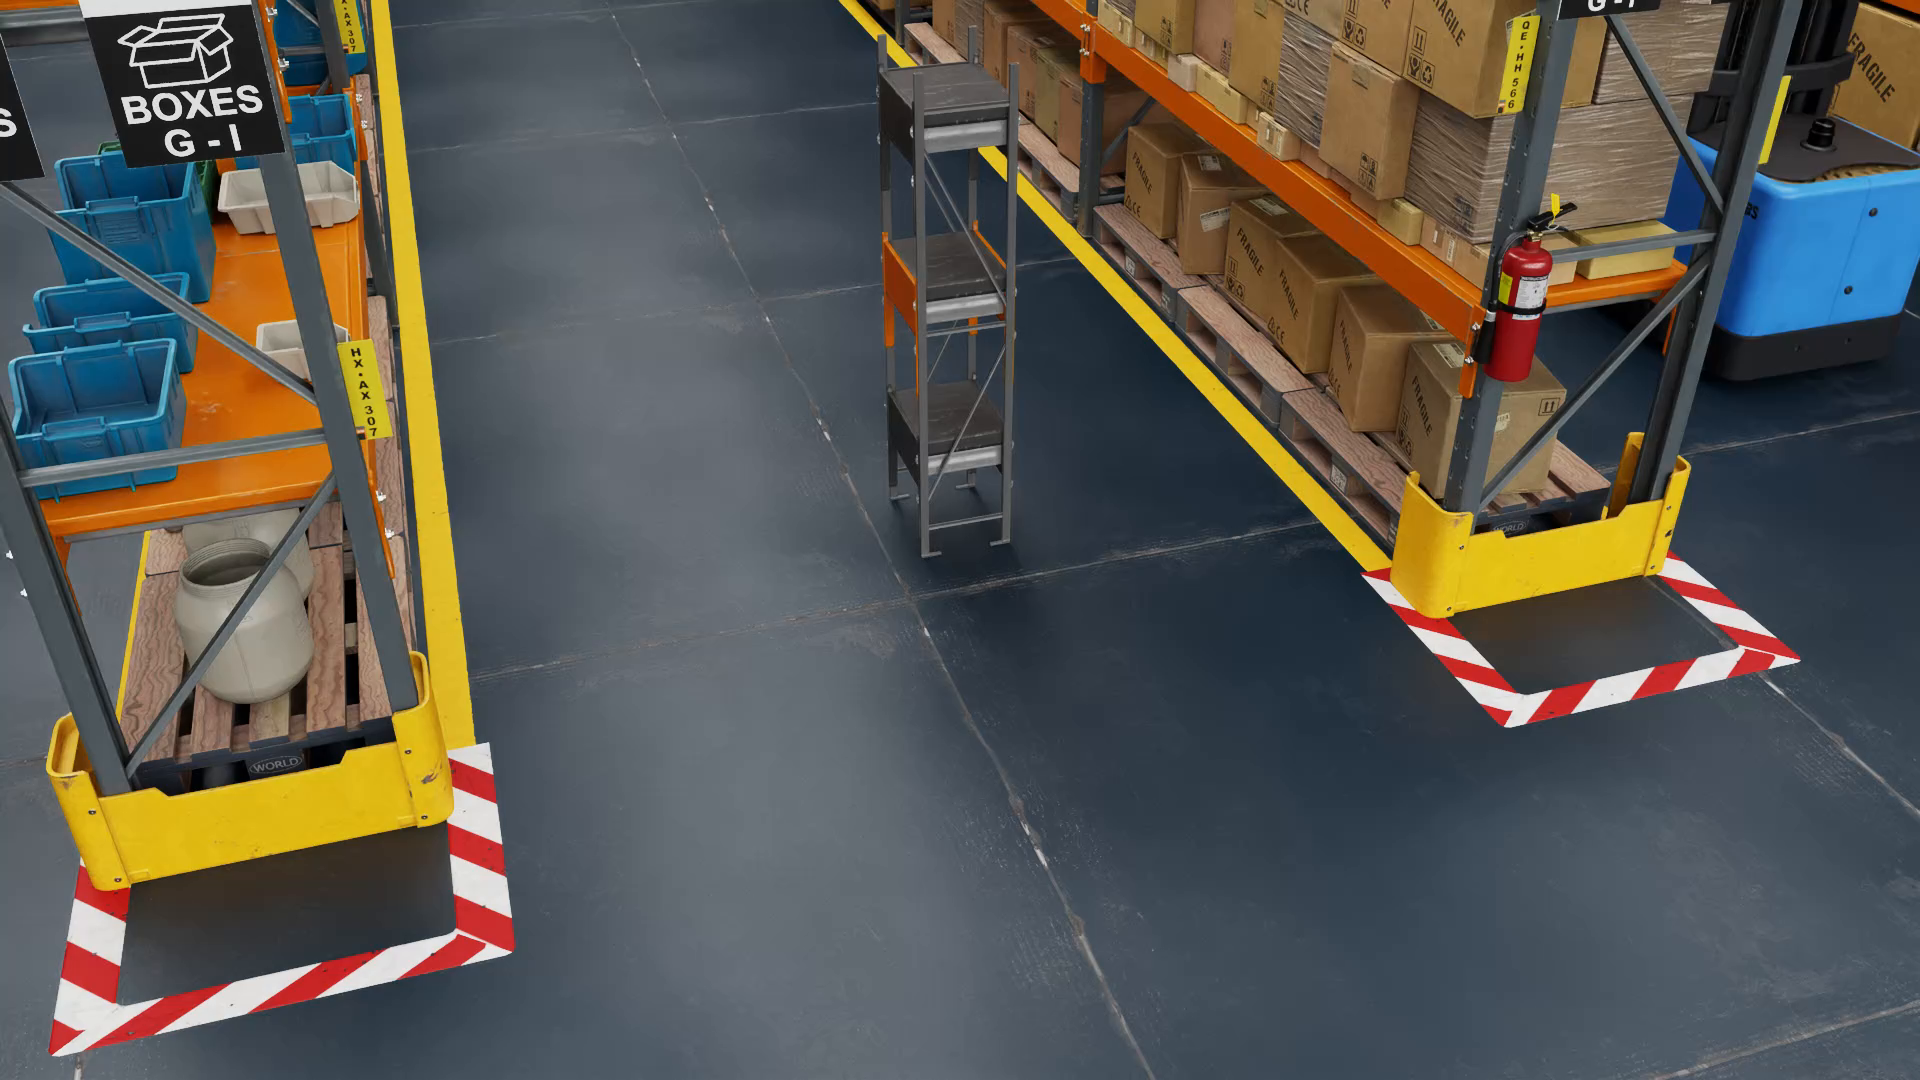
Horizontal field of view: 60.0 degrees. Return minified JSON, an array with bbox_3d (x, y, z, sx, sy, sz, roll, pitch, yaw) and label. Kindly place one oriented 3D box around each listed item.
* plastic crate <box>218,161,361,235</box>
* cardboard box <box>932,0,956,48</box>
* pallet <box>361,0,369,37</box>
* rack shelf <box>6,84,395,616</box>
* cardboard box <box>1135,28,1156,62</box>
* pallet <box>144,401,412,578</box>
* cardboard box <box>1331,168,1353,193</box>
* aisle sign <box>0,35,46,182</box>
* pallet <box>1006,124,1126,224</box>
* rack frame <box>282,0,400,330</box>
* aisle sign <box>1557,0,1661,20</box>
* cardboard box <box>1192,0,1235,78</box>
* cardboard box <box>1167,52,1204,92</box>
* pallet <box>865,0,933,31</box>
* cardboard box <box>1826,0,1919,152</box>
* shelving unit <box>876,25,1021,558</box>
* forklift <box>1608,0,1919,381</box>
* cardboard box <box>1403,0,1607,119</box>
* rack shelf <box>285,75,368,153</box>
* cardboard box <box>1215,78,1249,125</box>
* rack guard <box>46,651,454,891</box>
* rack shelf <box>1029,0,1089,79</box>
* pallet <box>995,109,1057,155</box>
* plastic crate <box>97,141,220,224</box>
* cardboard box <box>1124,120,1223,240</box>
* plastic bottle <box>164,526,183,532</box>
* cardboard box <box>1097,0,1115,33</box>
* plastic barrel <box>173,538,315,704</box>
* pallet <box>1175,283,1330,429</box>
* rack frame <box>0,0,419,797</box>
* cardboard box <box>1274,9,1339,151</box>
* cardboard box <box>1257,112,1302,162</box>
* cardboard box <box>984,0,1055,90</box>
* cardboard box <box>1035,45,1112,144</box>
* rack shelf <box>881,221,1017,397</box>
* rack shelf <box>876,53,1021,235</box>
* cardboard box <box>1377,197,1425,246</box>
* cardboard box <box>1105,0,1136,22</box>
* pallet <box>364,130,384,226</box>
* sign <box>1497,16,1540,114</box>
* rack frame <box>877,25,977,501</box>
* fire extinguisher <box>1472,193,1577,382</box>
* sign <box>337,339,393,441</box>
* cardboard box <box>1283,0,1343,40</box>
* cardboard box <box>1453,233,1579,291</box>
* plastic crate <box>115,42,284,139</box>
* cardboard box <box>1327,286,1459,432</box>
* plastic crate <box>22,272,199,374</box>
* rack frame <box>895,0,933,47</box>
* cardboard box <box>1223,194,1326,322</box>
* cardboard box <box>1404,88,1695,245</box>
[{"bbox_3d":[-2.779,-1.419,6.916,0.530,0.136,0.437,-10,35,-15],"label":"plastic crate"},{"bbox_3d":[0.204,-4.064,12.548,0.700,0.500,0.500,-12,35,-17],"label":"cardboard box"},{"bbox_3d":[-5.385,-4.322,13.599,1.003,0.211,1.213,-10,35,-15],"label":"pallet"},{"bbox_3d":[-2.906,-0.989,6.678,1.077,0.370,4.000,-10,35,-15],"label":"rack shelf"},{"bbox_3d":[1.147,-2.643,8.757,0.380,0.149,0.250,-10,35,-15],"label":"cardboard box"},{"bbox_3d":[-2.975,-0.174,7.322,1.003,0.211,1.213,-10,35,-15],"label":"pallet"},{"bbox_3d":[1.838,-1.608,7.190,0.380,0.149,0.250,-10,35,-15],"label":"cardboard box"},{"bbox_3d":[-2.557,-1.236,4.041,0.394,0.787,0.004,-10,35,-15],"label":"aisle sign"},{"bbox_3d":[0.962,-2.417,10.716,1.003,0.211,1.213,-10,35,-15],"label":"pallet"},{"bbox_3d":[-3.516,-2.339,8.069,1.000,3.000,0.127,-10,35,-15],"label":"rack frame"},{"bbox_3d":[2.154,-2.073,5.309,0.394,0.787,0.004,-10,35,-15],"label":"aisle sign"},{"bbox_3d":[1.647,-2.577,8.068,0.875,0.500,0.500,-10,35,-15],"label":"cardboard box"},{"bbox_3d":[1.269,-2.376,8.352,0.380,0.149,0.250,-10,35,-15],"label":"cardboard box"},{"bbox_3d":[-0.188,-4.535,13.922,1.003,0.211,1.213,-10,35,-15],"label":"pallet"},{"bbox_3d":[6.081,-2.900,10.464,0.875,0.875,0.875,-9,35,-14],"label":"cardboard box"},{"bbox_3d":[-0.050,-0.963,6.803,0.431,2.100,0.503,-10,35,-15],"label":"shelving unit"},{"bbox_3d":[3.895,-2.826,8.868,1.130,2.935,3.031,-10,35,-14],"label":"forklift"},{"bbox_3d":[2.018,-1.902,6.140,0.500,0.500,0.500,-10,35,-15],"label":"cardboard box"},{"bbox_3d":[-4.126,-3.089,9.856,1.077,0.370,4.000,-10,35,-15],"label":"rack shelf"},{"bbox_3d":[1.450,-2.118,7.963,0.380,0.149,0.250,-10,35,-15],"label":"cardboard box"},{"bbox_3d":[-2.364,0.772,5.628,1.175,0.500,0.348,-10,35,-15],"label":"rack guard"},{"bbox_3d":[0.591,-3.922,11.117,1.077,0.370,4.000,-10,35,-15],"label":"rack shelf"},{"bbox_3d":[0.586,-3.059,11.687,1.003,0.211,1.213,-10,35,-15],"label":"pallet"},{"bbox_3d":[-3.371,-1.490,6.977,0.450,0.188,0.662,-10,35,-15],"label":"plastic crate"},{"bbox_3d":[1.285,-2.087,9.574,0.500,0.500,0.500,-11,35,-16],"label":"cardboard box"},{"bbox_3d":[-3.274,-0.145,6.888,0.097,0.201,0.097,0,33,0],"label":"plastic bottle"},{"bbox_3d":[0.980,-2.904,9.151,0.380,0.149,0.250,-10,35,-15],"label":"cardboard box"},{"bbox_3d":[-2.569,0.291,5.964,0.421,0.512,0.421,0,33,0],"label":"plastic barrel"},{"bbox_3d":[1.815,-1.020,8.602,1.003,0.211,1.213,-10,35,-15],"label":"pallet"},{"bbox_3d":[-2.296,-0.239,4.890,1.000,3.000,0.127,-10,35,-15],"label":"rack frame"},{"bbox_3d":[1.901,-2.043,7.260,0.875,0.500,0.500,-10,35,-15],"label":"cardboard box"},{"bbox_3d":[1.580,-1.852,7.559,0.380,0.149,0.250,-10,35,-15],"label":"cardboard box"},{"bbox_3d":[0.565,-3.479,11.662,0.700,0.500,0.500,-7,34,-11],"label":"cardboard box"},{"bbox_3d":[0.907,-2.892,10.774,0.700,0.500,0.500,-10,35,-15],"label":"cardboard box"},{"bbox_3d":[-0.050,-0.952,6.810,0.431,0.518,0.480,-10,35,-15],"label":"rack shelf"},{"bbox_3d":[-0.050,-1.536,6.424,0.431,0.518,0.480,-10,35,-15],"label":"rack shelf"},{"bbox_3d":[1.937,-1.336,6.778,0.380,0.149,0.250,-10,35,-15],"label":"cardboard box"},{"bbox_3d":[1.279,-3.091,8.846,0.875,0.500,0.500,-10,35,-15],"label":"cardboard box"},{"bbox_3d":[-4.168,-2.223,10.423,1.003,0.211,1.213,-10,35,-15],"label":"pallet"},{"bbox_3d":[1.886,-1.604,5.619,0.100,0.325,0.005,-10,35,-15],"label":"sign"},{"bbox_3d":[-0.125,-1.091,6.997,0.400,2.100,0.015,-10,35,-15],"label":"rack frame"},{"bbox_3d":[2.017,-0.902,5.964,0.296,0.674,0.183,-10,35,-15],"label":"fire extinguisher"},{"bbox_3d":[-1.771,-0.444,4.951,0.100,0.325,0.005,-10,35,-15],"label":"sign"},{"bbox_3d":[1.710,-2.426,6.934,0.500,0.500,0.500,-10,35,-15],"label":"cardboard box"},{"bbox_3d":[2.138,-1.082,6.394,0.380,0.149,0.250,-10,35,-15],"label":"cardboard box"},{"bbox_3d":[-3.477,-2.017,7.637,0.767,0.338,0.504,-10,35,-15],"label":"plastic crate"},{"bbox_3d":[2.032,-0.843,7.691,0.500,0.500,0.500,-1,33,-2],"label":"cardboard box"},{"bbox_3d":[-2.926,-0.731,5.770,0.499,0.251,0.408,-10,35,-15],"label":"plastic crate"},{"bbox_3d":[-0.019,-5.272,12.507,1.000,3.000,0.127,-10,35,-15],"label":"rack frame"},{"bbox_3d":[1.731,-1.475,8.648,0.500,0.500,0.500,-13,36,-19],"label":"cardboard box"},{"bbox_3d":[2.279,-1.531,6.485,0.875,0.500,0.500,-10,35,-15],"label":"cardboard box"}]
